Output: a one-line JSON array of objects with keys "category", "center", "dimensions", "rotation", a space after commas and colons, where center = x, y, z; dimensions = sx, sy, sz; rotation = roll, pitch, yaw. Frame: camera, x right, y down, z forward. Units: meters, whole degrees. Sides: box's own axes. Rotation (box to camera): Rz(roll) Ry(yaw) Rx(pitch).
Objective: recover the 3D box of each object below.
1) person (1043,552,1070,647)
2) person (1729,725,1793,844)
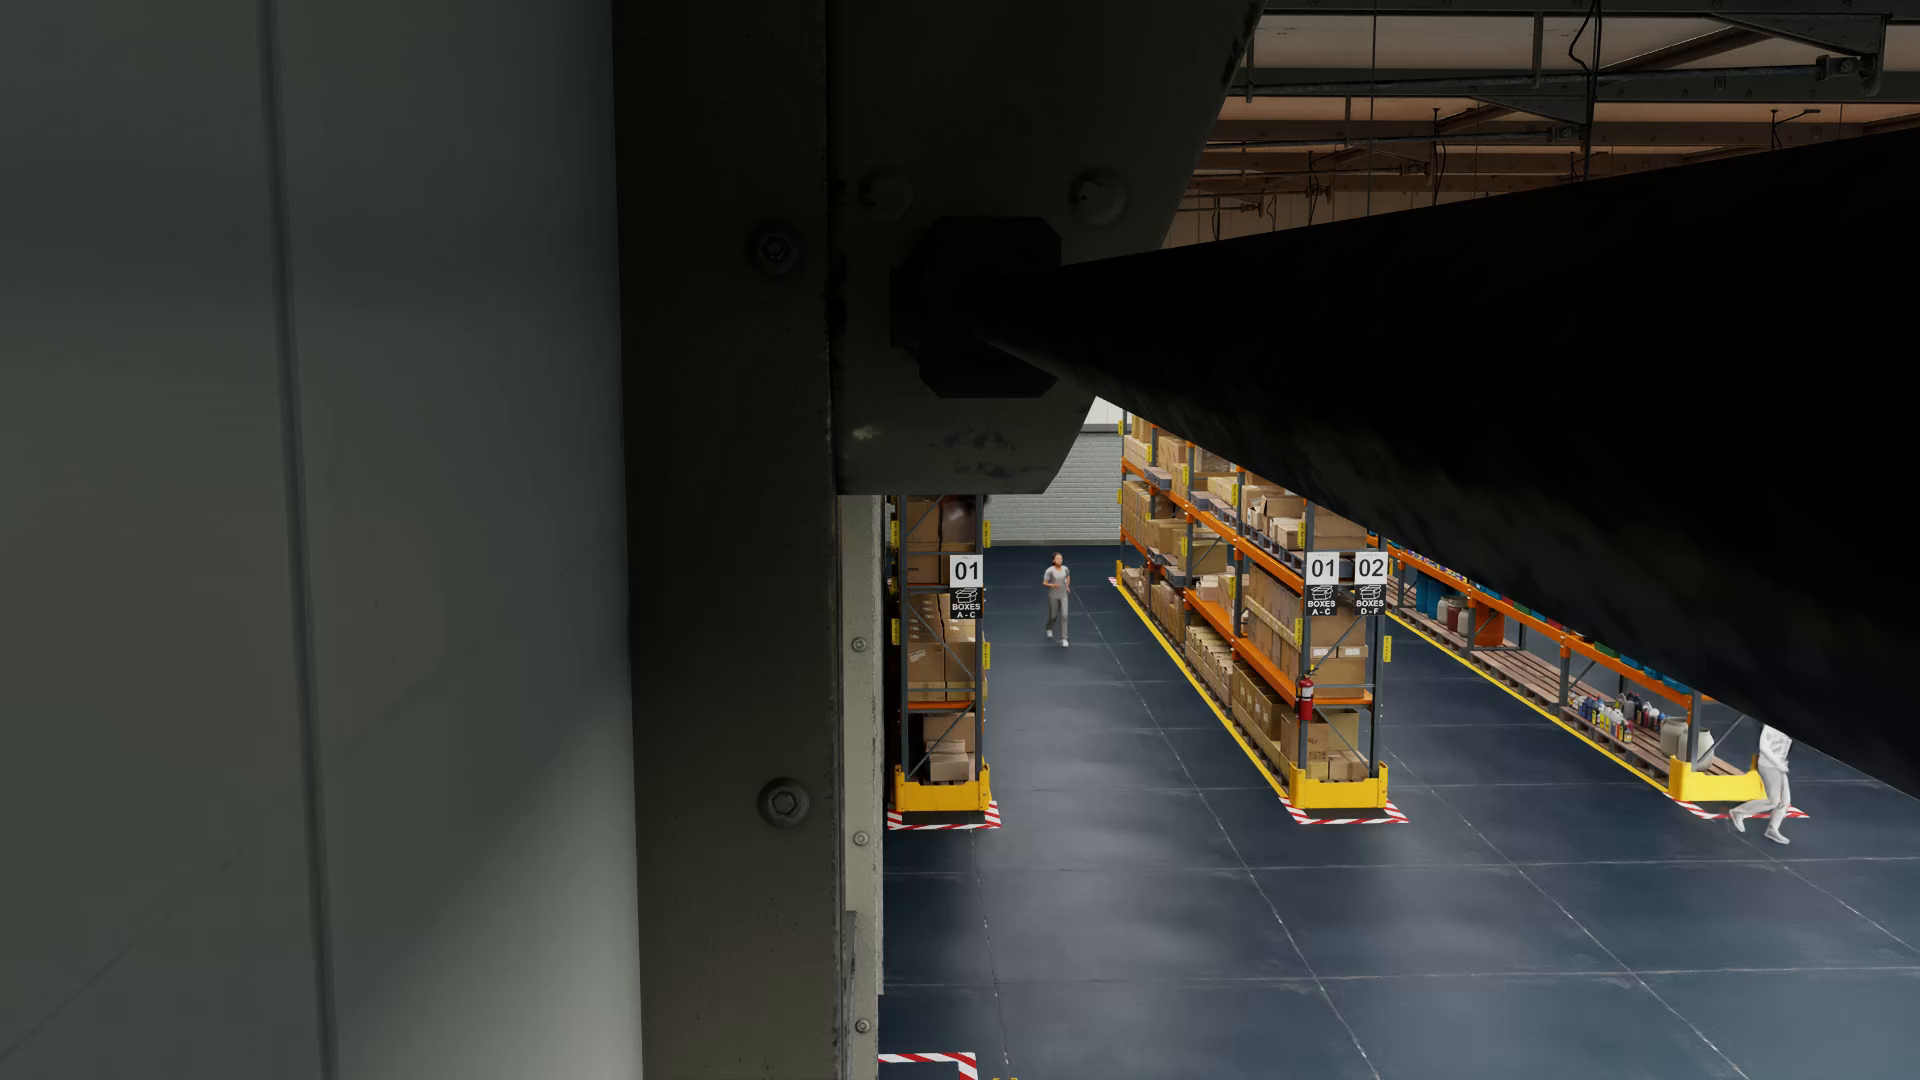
[{"category": "person", "center": [1.772, 1.043, 30.154], "dimensions": [0.567, 1.659, 0.955], "rotation": [-2, 9, -16]}, {"category": "person", "center": [9.485, 2.657, 19.531], "dimensions": [0.566, 1.650, 0.668], "rotation": [6, 10, 35]}]
